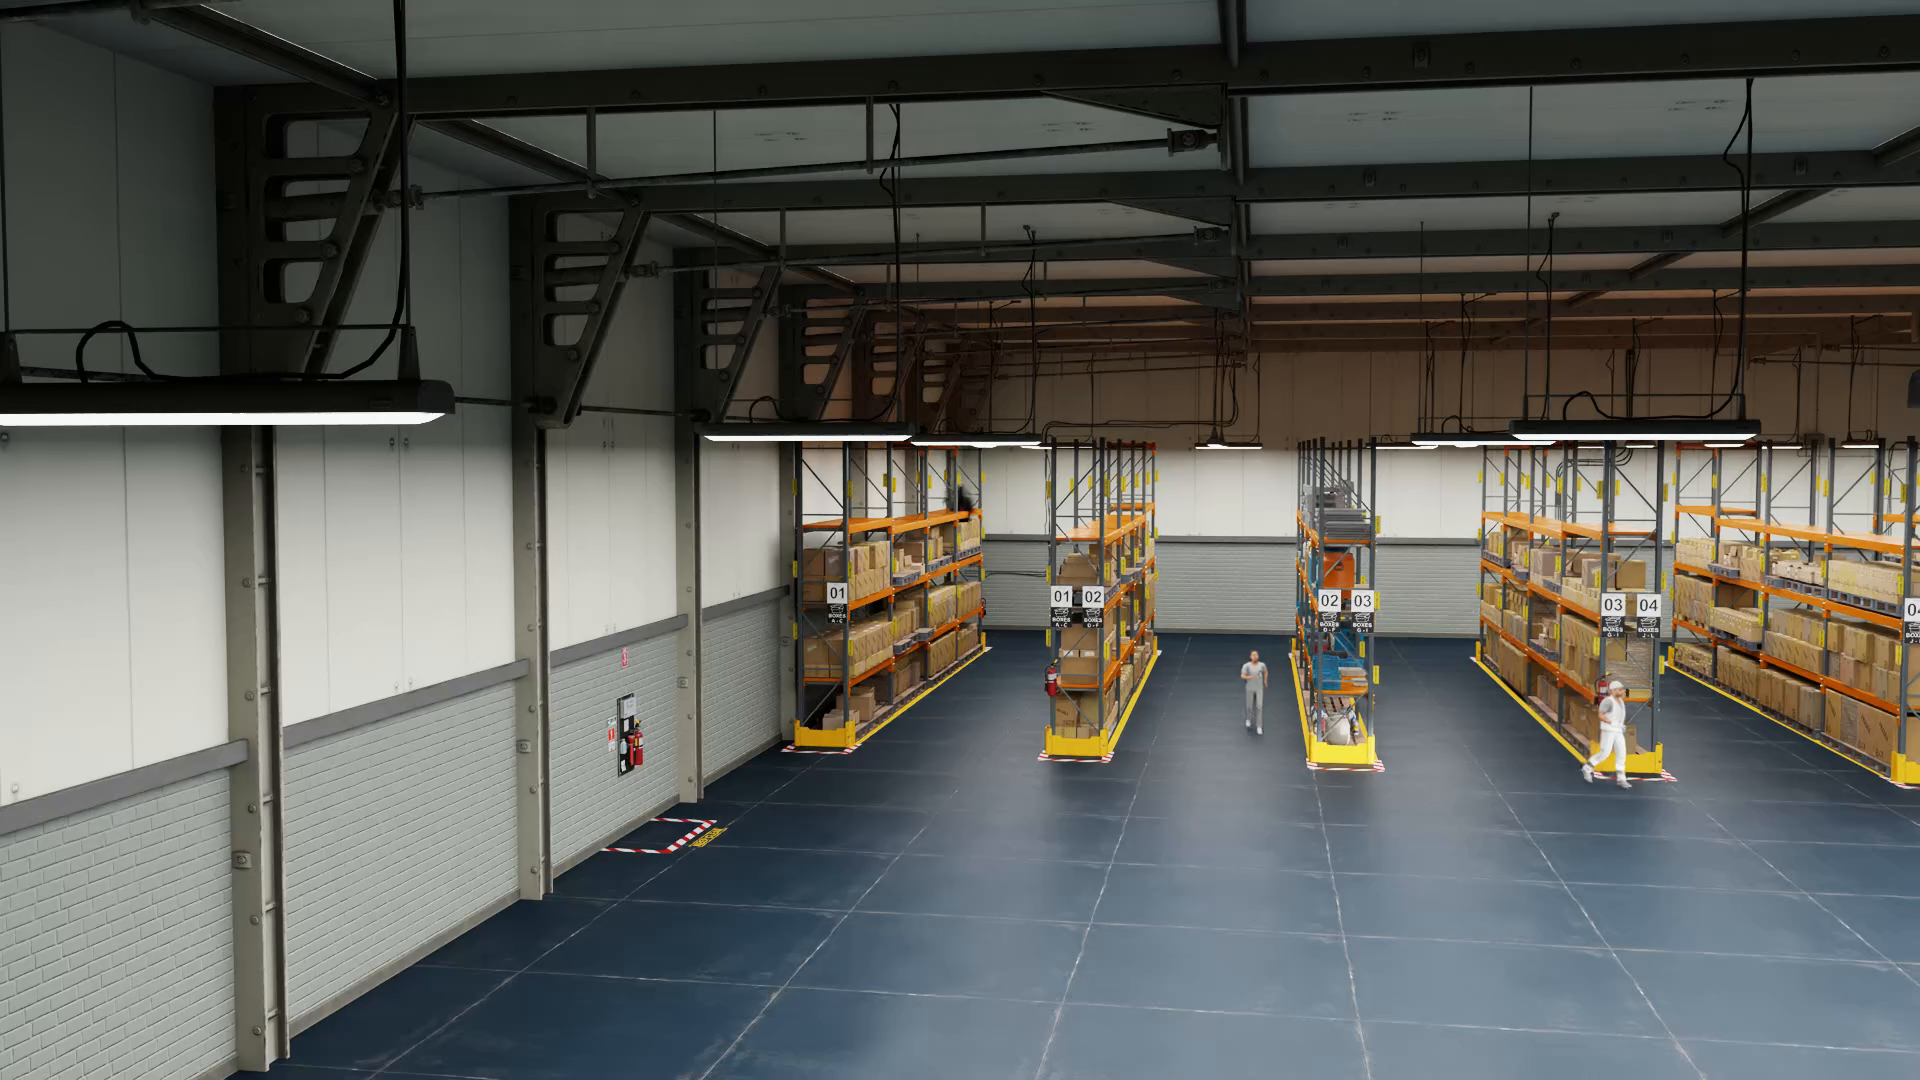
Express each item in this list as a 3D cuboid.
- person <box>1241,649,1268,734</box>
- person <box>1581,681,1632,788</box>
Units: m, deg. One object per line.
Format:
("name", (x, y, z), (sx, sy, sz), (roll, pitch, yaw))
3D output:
("person", (6.027, 3.073, 34.015), (0.567, 1.658, 0.954), (0, 3, 3))
("person", (11.194, 3.305, 28.597), (0.719, 1.790, 0.902), (-3, 4, -44))
